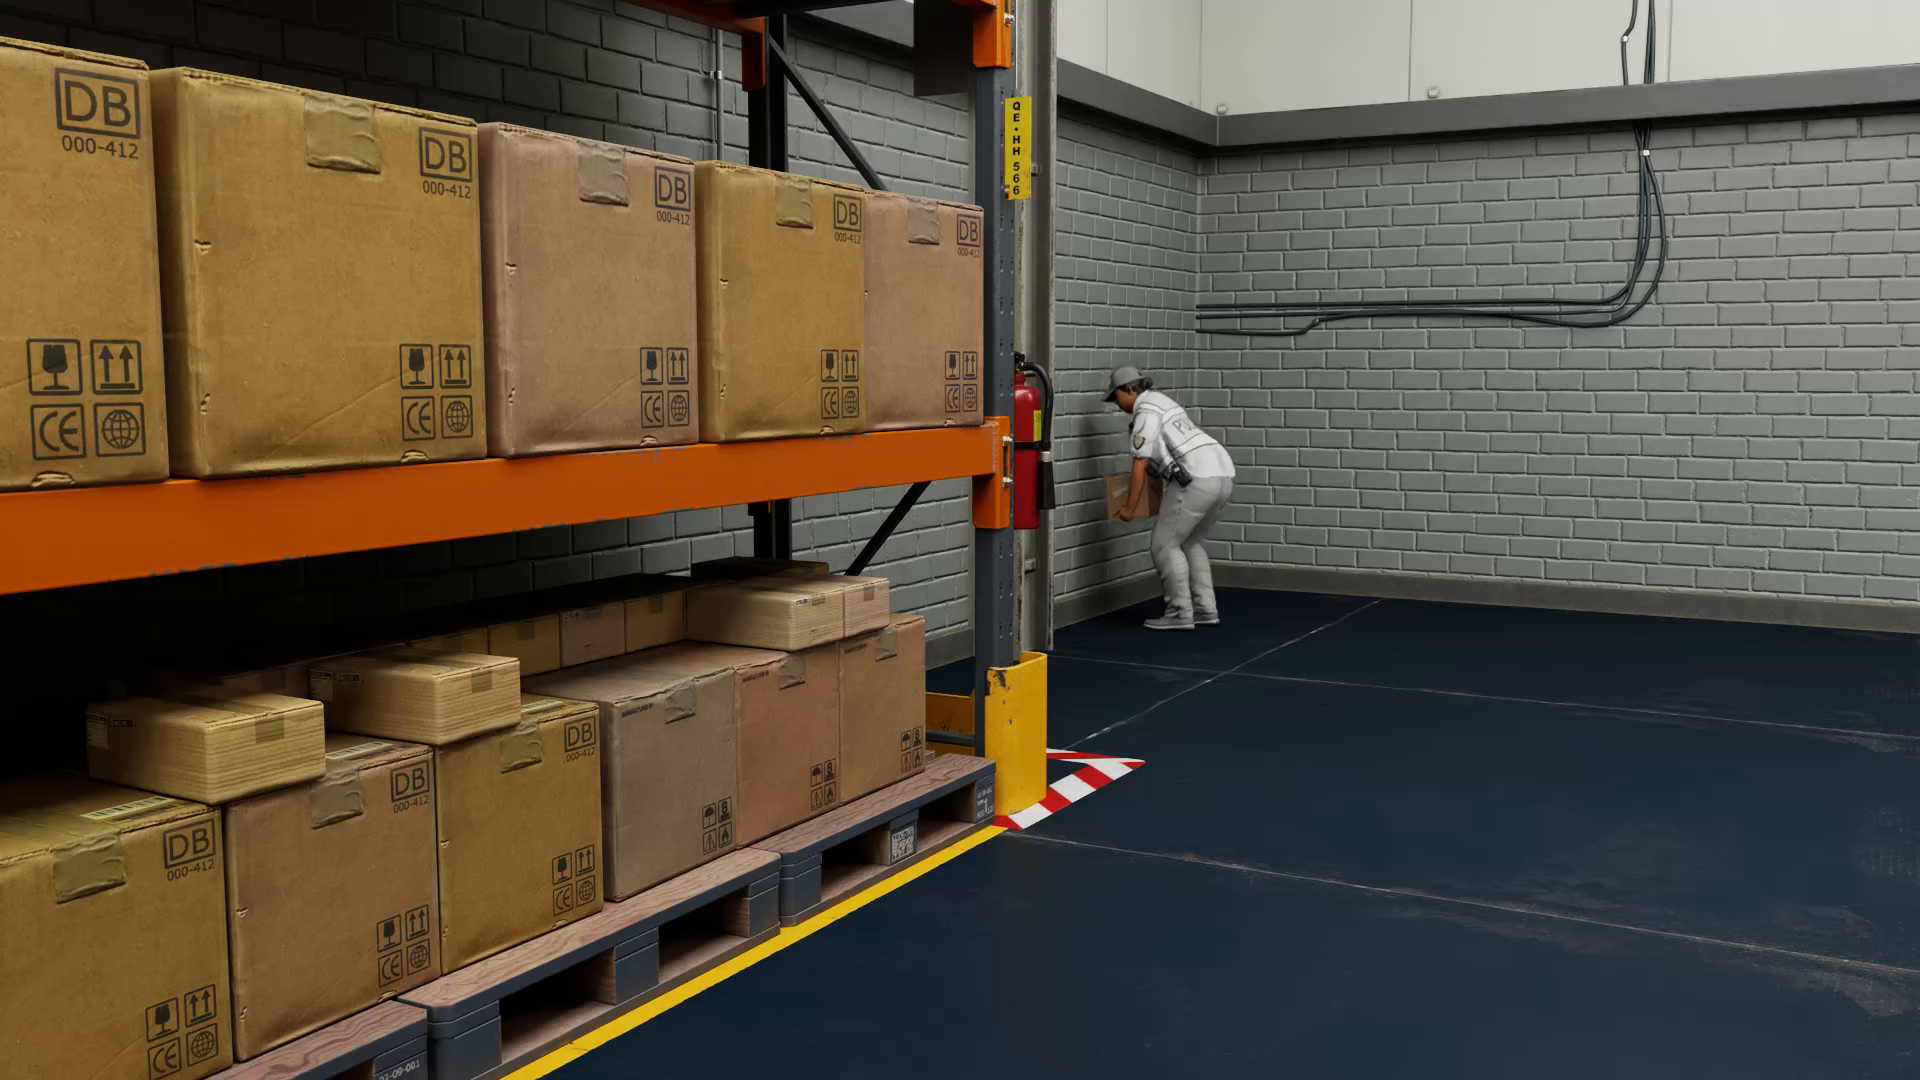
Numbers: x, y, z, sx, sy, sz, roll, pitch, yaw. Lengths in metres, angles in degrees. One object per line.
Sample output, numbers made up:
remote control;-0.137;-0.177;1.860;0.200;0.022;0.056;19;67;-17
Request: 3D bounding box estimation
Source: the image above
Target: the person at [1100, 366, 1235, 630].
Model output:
person;1.171;-0.242;9.501;0.773;1.494;0.457;3;7;27
